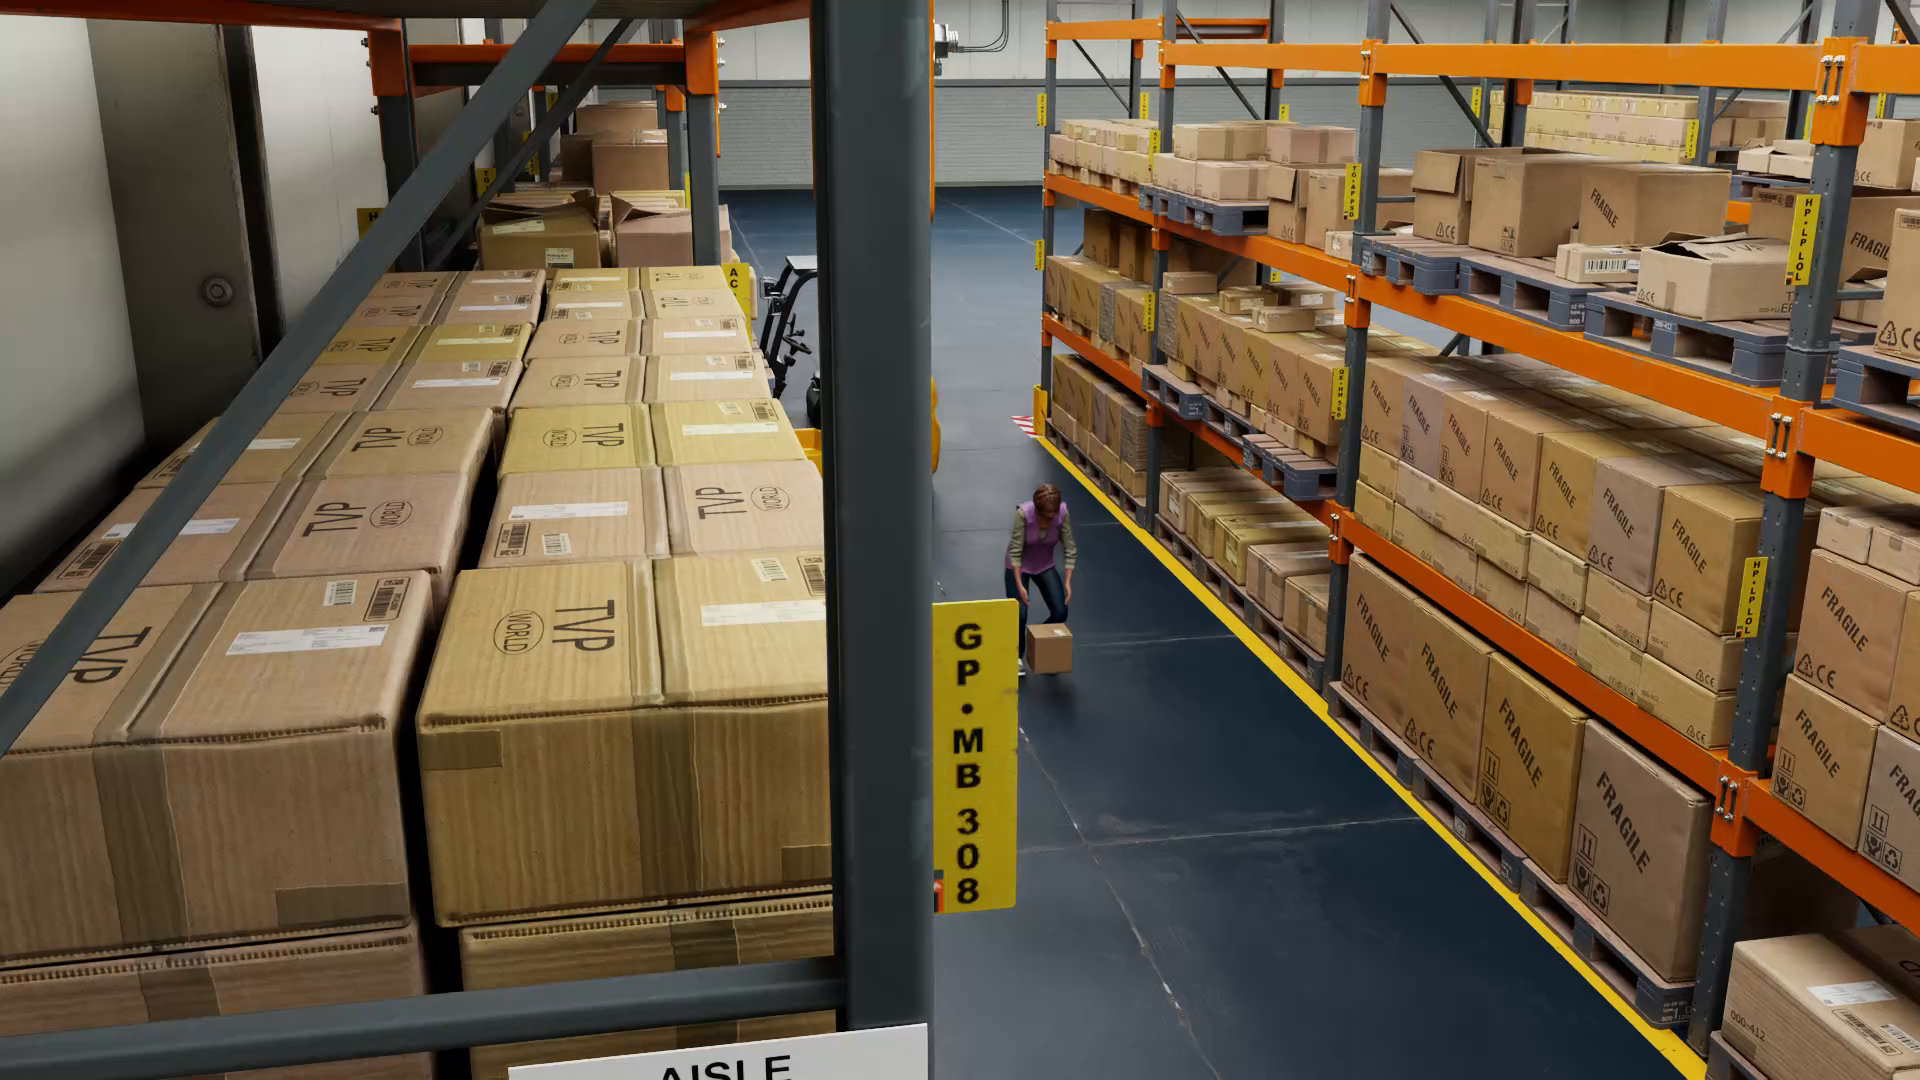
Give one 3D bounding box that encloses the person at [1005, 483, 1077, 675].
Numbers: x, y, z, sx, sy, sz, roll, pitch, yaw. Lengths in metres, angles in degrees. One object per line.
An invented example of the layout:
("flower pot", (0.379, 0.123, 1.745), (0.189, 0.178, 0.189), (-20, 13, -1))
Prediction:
("person", (0.535, 0.249, 11.158), (0.460, 1.357, 0.601), (-3, 17, -10))
